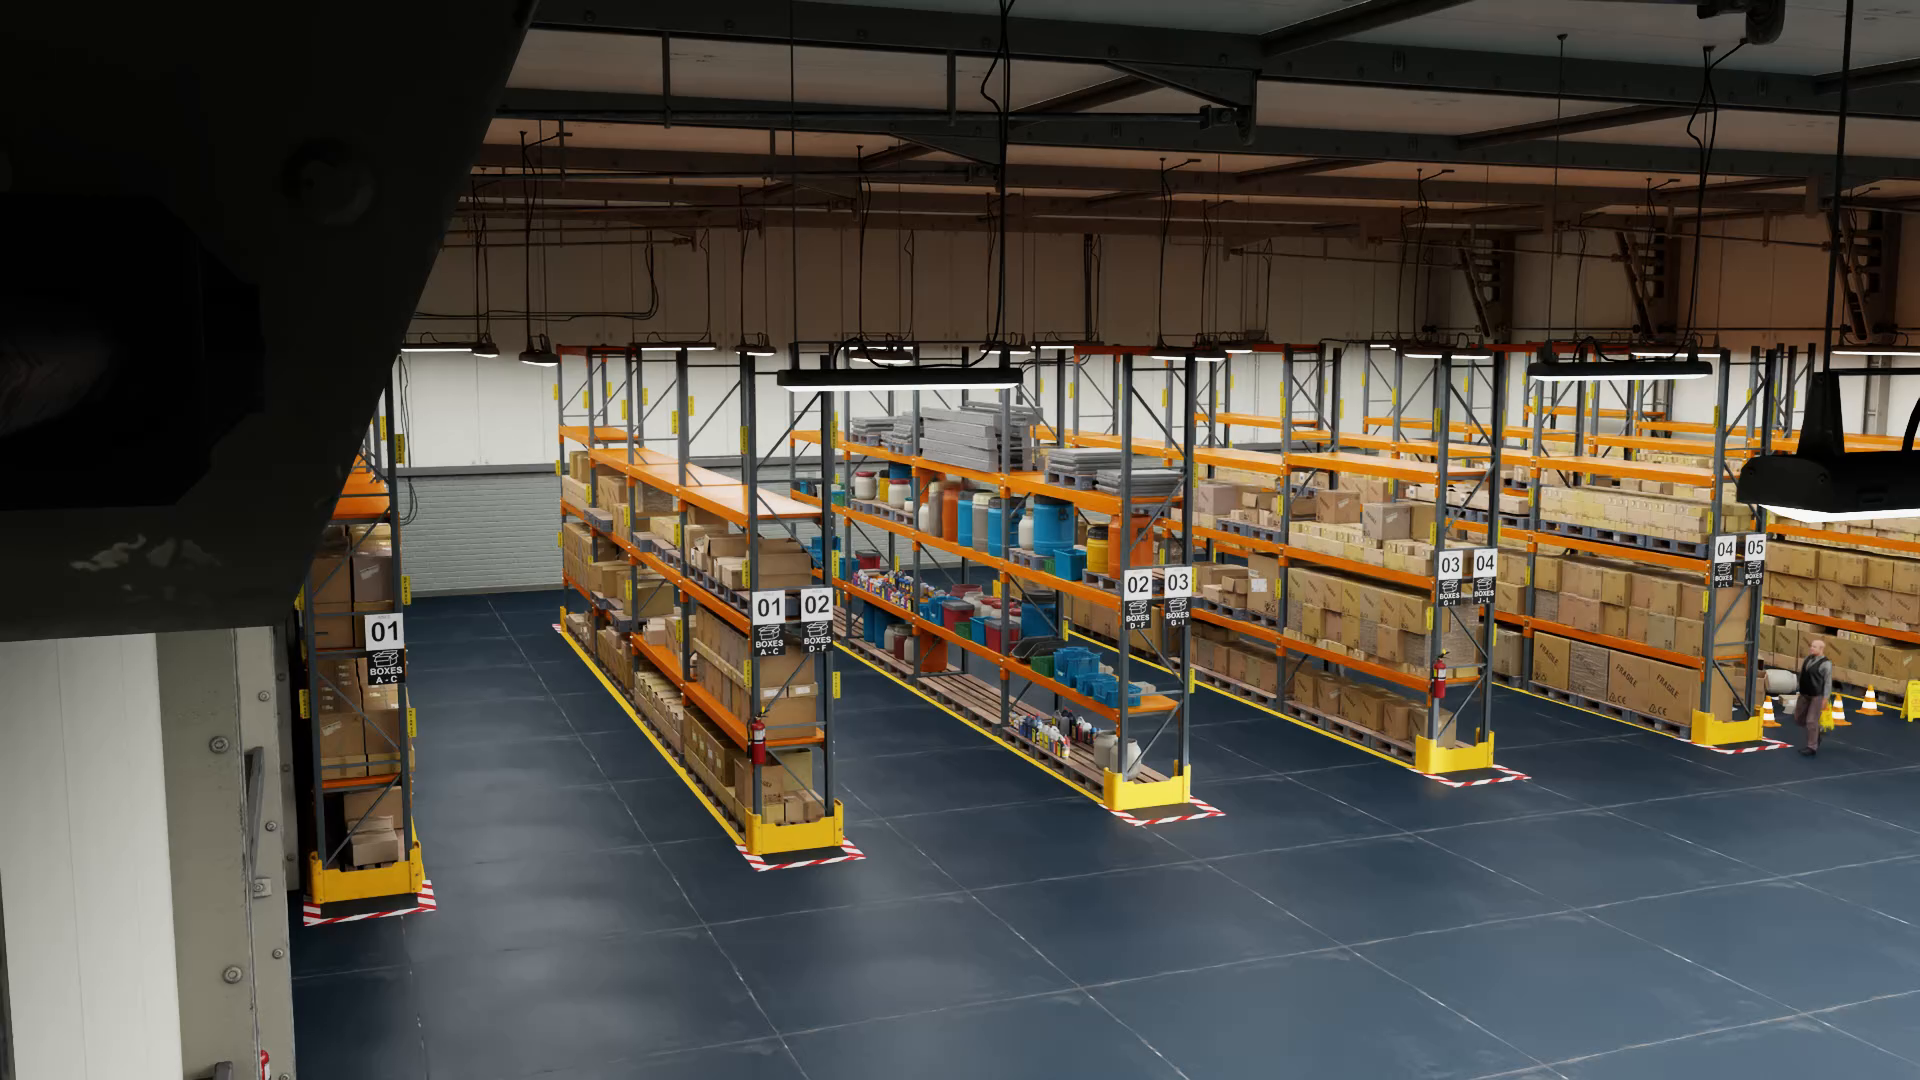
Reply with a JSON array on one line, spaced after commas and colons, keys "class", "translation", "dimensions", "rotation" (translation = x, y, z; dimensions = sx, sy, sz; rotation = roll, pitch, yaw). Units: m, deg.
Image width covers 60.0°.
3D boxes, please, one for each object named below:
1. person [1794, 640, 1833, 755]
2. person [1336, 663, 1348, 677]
[{"class": "person", "translation": [12.759, 2.329, 24.778], "dimensions": [0.633, 1.711, 0.542], "rotation": [-3, 8, -22]}, {"class": "person", "translation": [6.780, 1.764, 29.630], "dimensions": [0.503, 1.652, 0.600], "rotation": [-1, 7, -4]}]
